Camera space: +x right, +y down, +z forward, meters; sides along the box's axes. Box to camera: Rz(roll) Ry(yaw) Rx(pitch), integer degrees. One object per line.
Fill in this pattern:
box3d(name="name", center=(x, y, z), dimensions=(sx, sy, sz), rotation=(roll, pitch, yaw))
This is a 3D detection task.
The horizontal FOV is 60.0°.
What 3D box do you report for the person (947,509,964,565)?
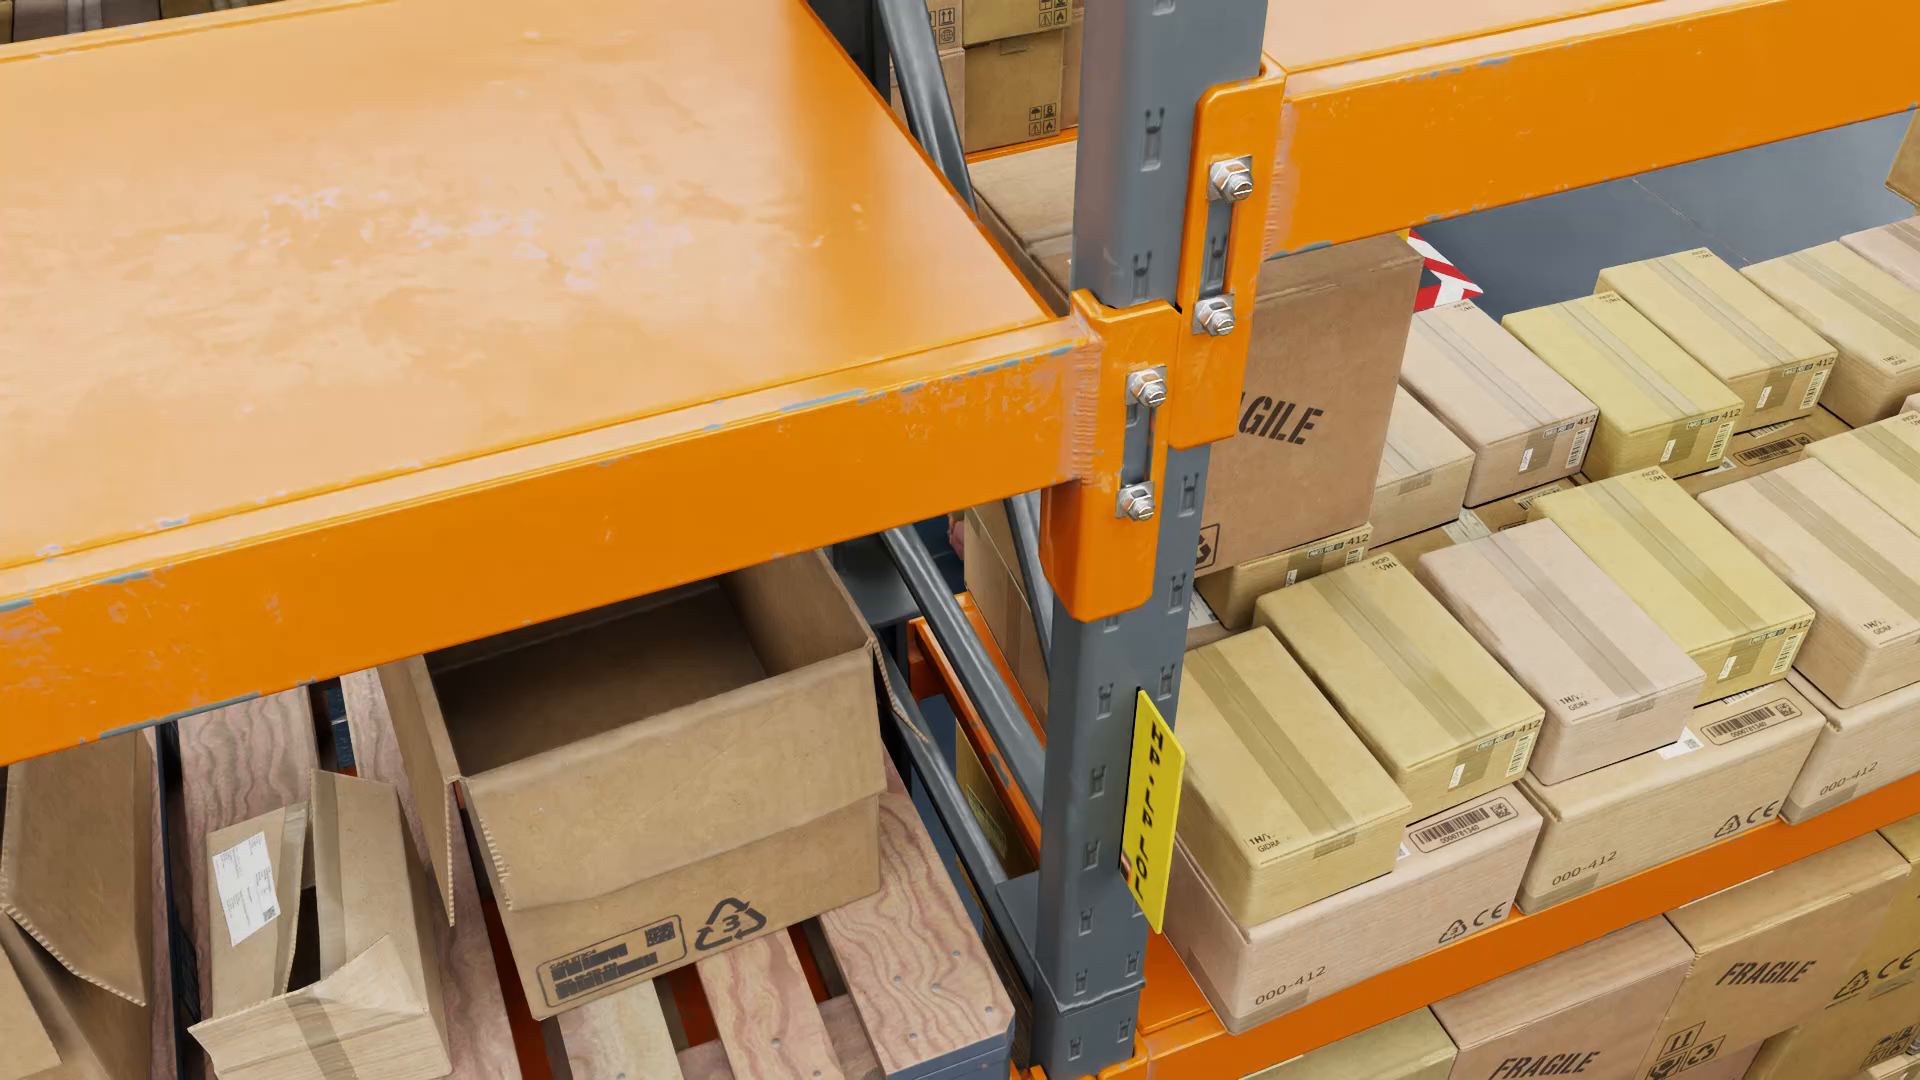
box3d(name="person", center=(0.222, -0.063, 6.916), dimensions=(0.477, 0.796, 0.810), rotation=(-15, 44, -16))
